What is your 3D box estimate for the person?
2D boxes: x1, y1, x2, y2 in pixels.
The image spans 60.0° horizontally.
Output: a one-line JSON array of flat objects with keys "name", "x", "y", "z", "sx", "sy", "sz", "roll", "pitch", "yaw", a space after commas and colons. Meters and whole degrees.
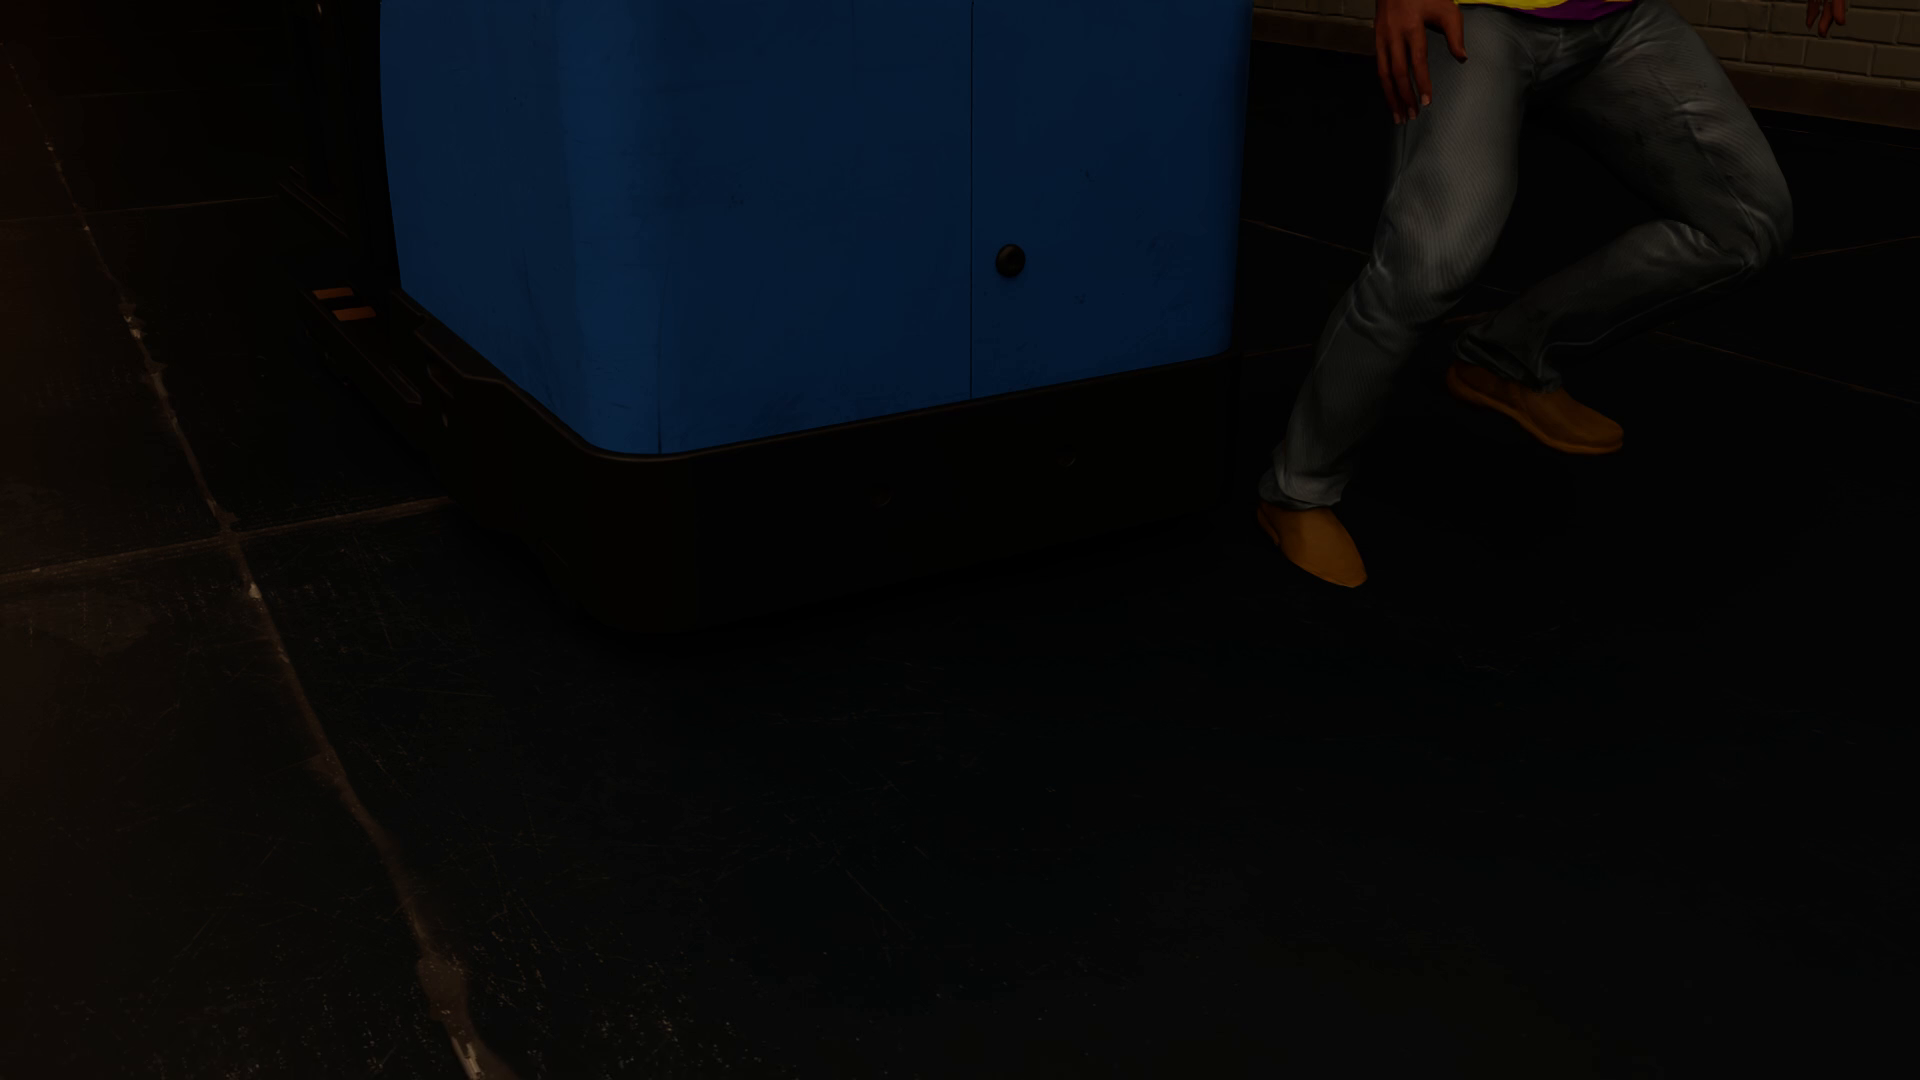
[{"name": "person", "x": 0.843, "y": -0.749, "z": 2.391, "sx": 0.863, "sy": 1.659, "sz": 0.654, "roll": -7, "pitch": 23, "yaw": -18}]

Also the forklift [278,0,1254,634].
[{"name": "forklift", "x": -0.757, "y": -1.747, "z": 3.031, "sx": 1.130, "sy": 2.935, "sz": 3.031, "roll": -13, "pitch": 26, "yaw": -28}]
